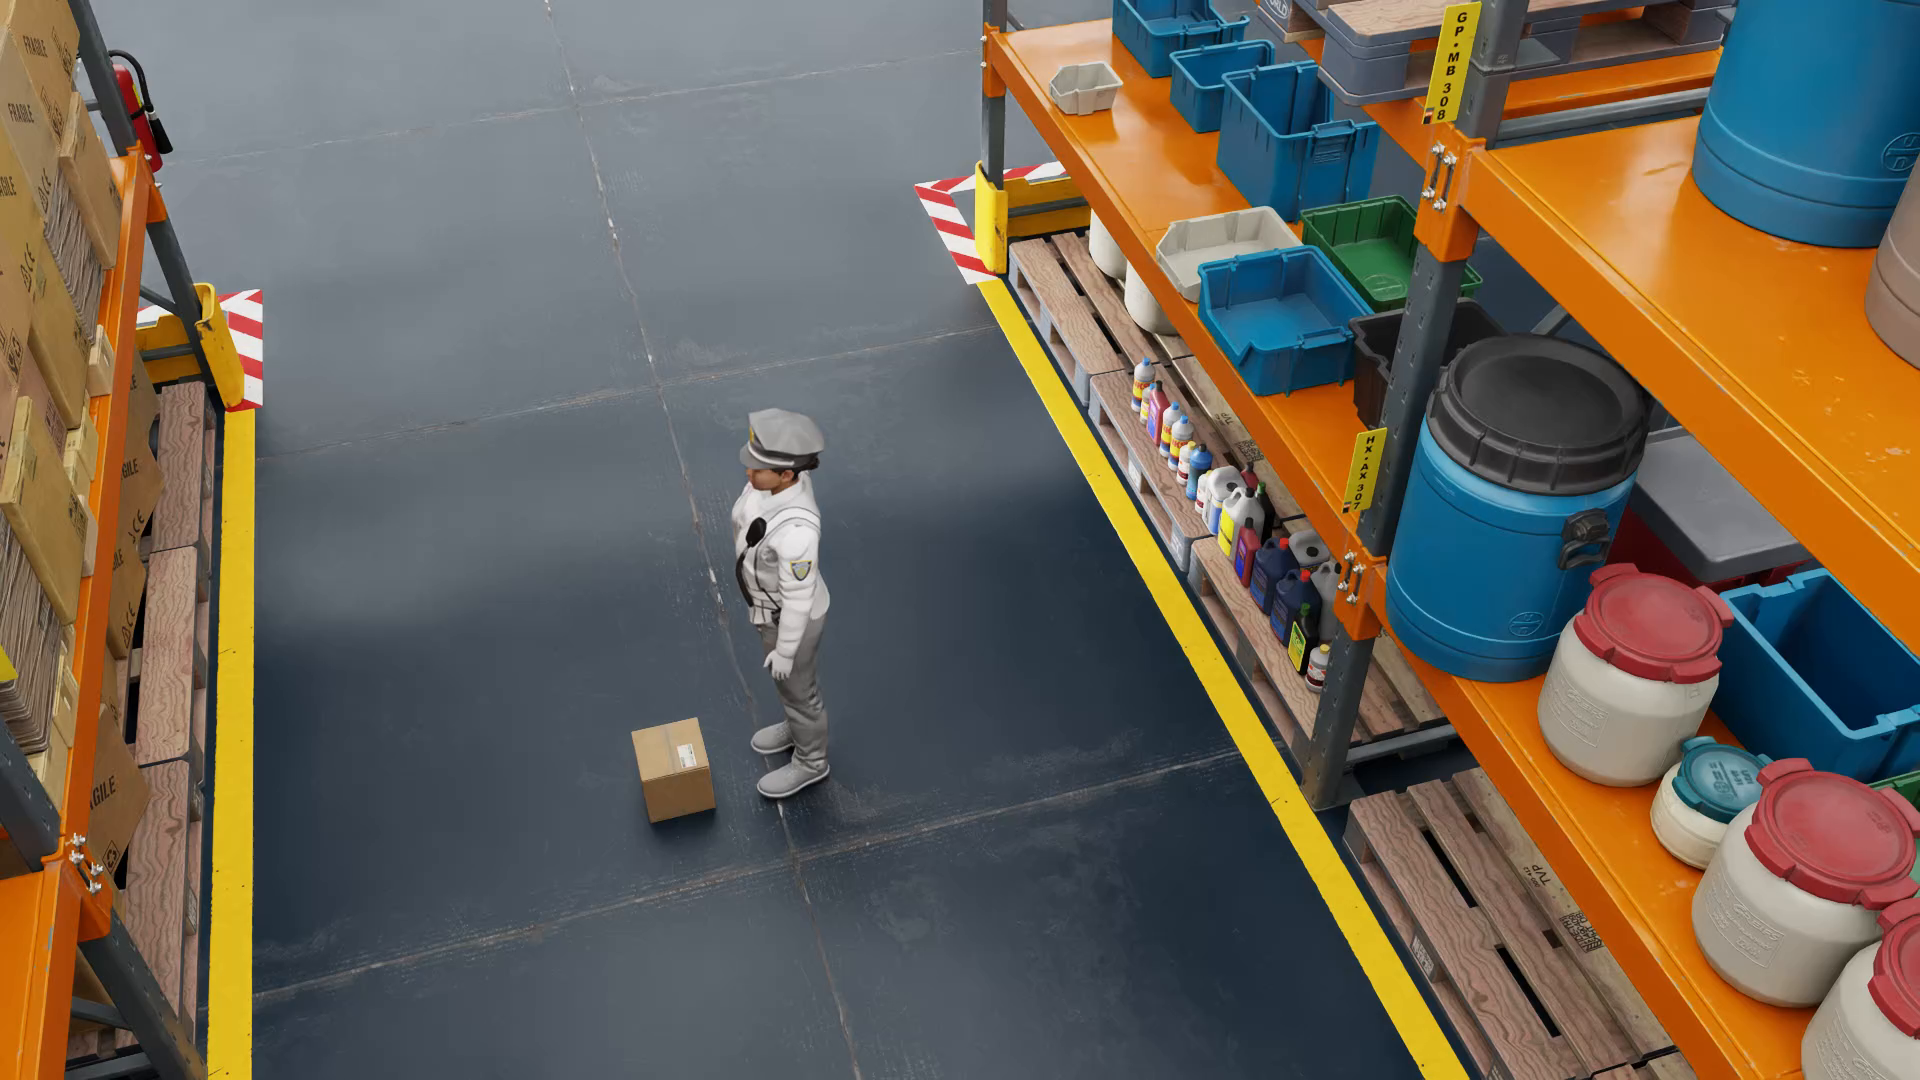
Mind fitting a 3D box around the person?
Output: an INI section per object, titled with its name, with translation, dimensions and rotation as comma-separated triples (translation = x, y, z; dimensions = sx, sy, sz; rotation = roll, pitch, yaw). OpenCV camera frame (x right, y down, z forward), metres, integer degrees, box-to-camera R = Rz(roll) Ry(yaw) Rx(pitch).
[person]
translation = -0.618, 0.252, 5.860
dimensions = 0.363, 1.705, 0.492
rotation = -11, 44, -12
